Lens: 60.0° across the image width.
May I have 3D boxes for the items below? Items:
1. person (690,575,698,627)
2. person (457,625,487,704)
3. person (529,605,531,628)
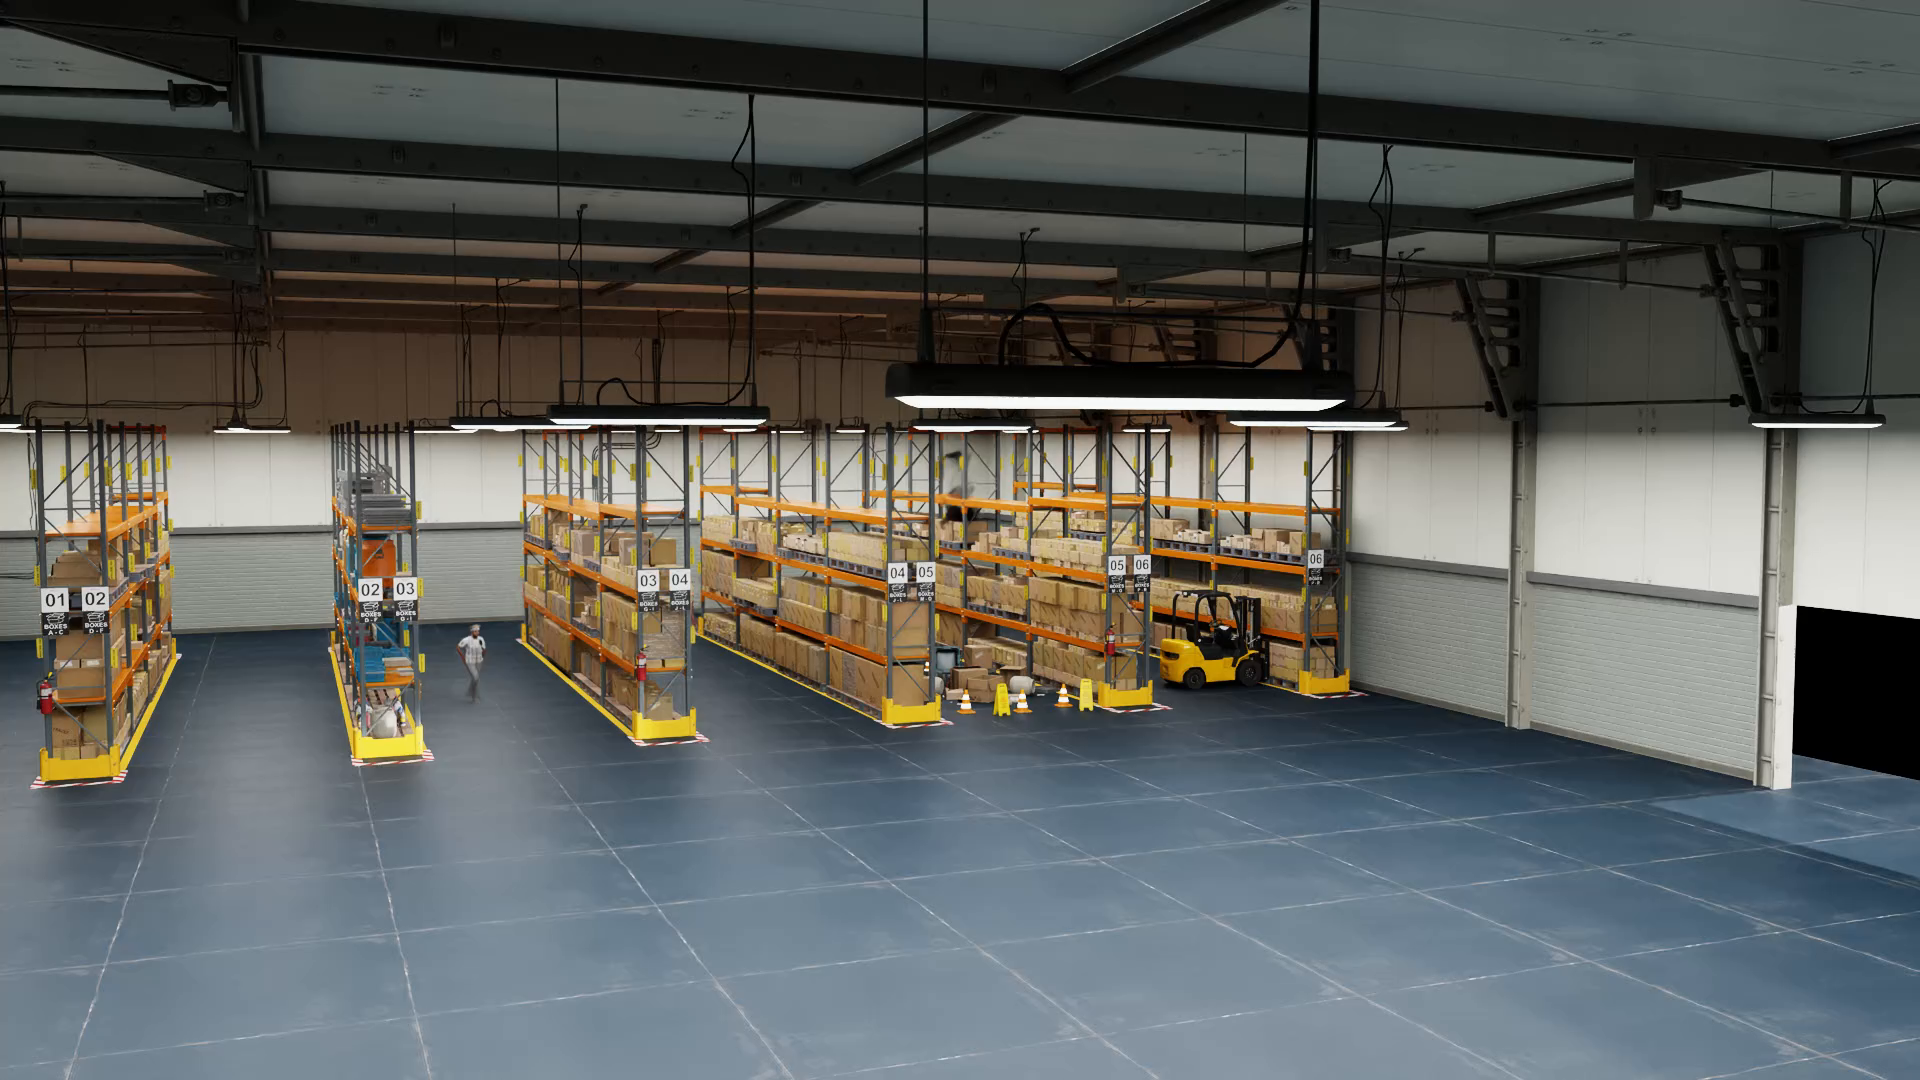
[{"bbox_3d":[-7.964,1.863,48.879,0.563,1.713,0.709,3,5,40],"label":"person"},{"bbox_3d":[-10.433,2.664,35.679,0.575,1.723,0.766,-3,5,-43],"label":"person"},{"bbox_3d":[-12.199,1.901,47.789,0.739,1.795,0.697,0,4,-6],"label":"person"}]
